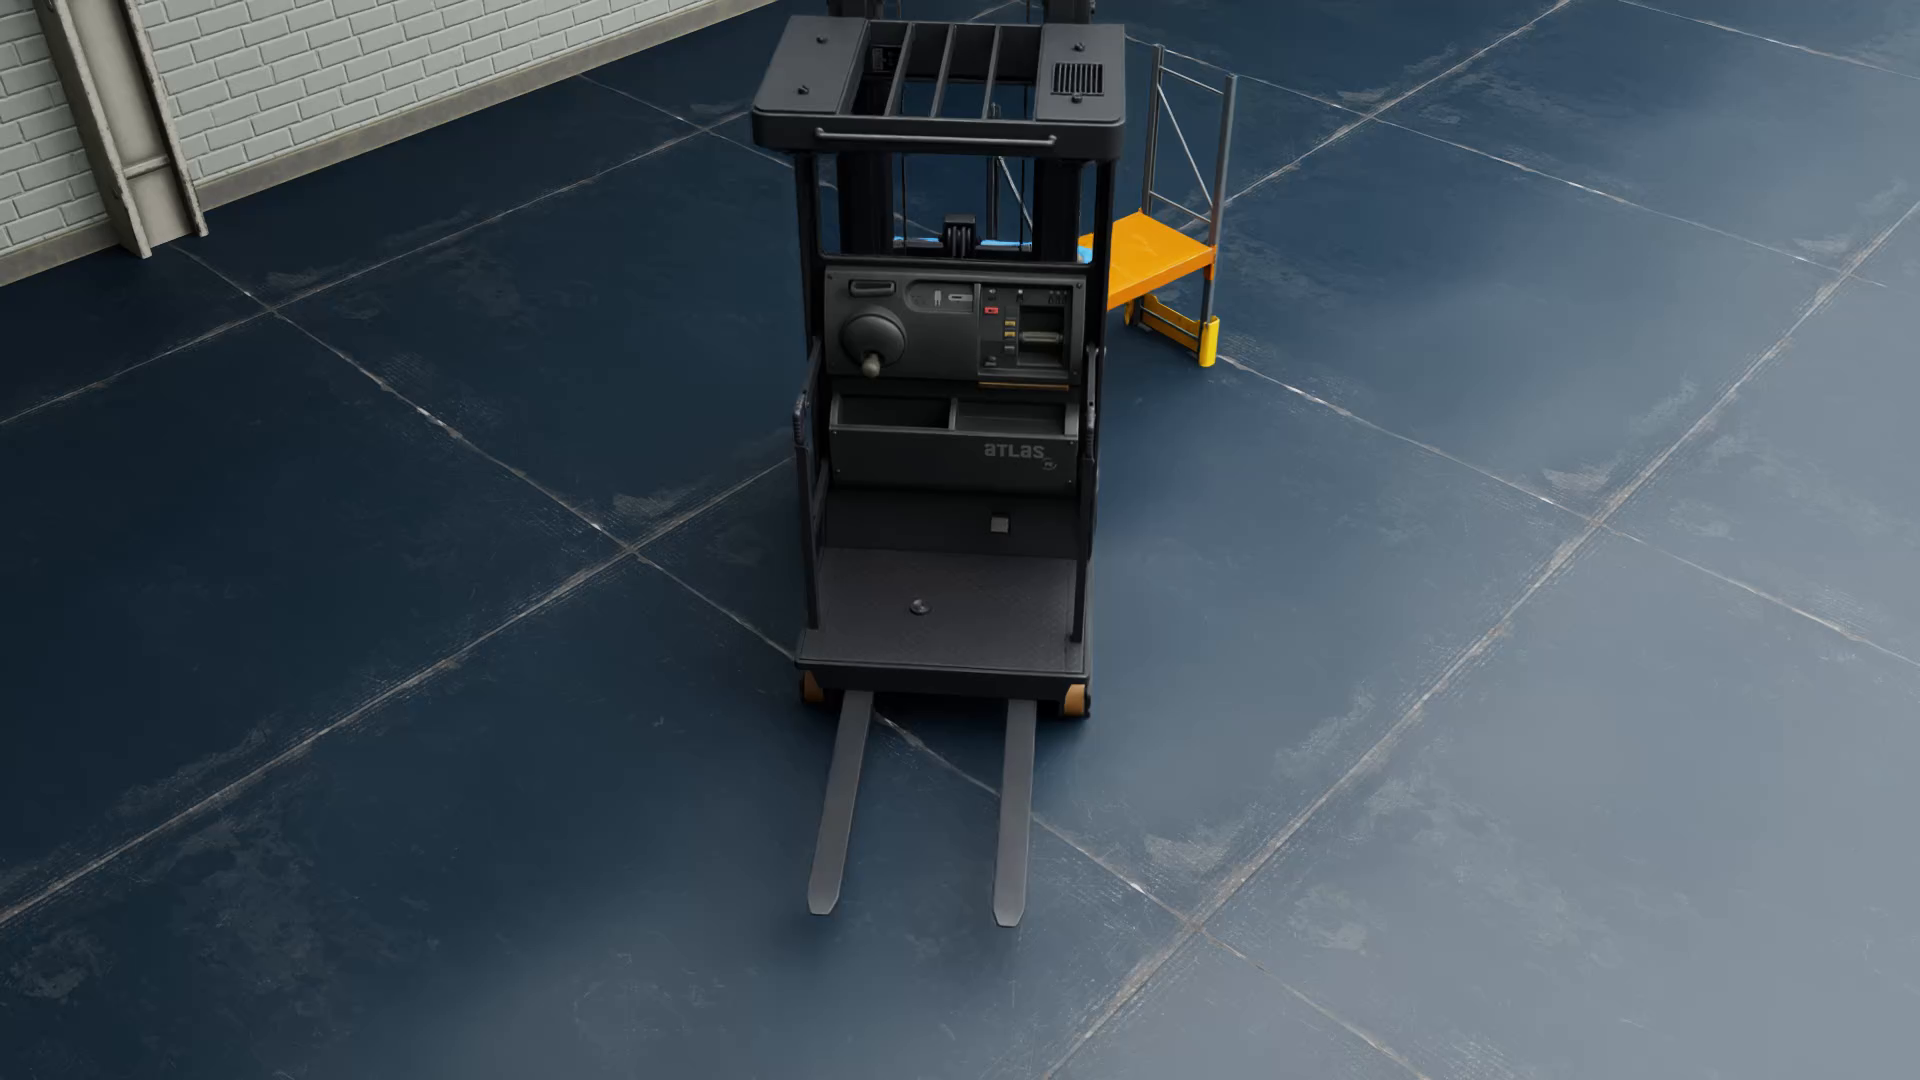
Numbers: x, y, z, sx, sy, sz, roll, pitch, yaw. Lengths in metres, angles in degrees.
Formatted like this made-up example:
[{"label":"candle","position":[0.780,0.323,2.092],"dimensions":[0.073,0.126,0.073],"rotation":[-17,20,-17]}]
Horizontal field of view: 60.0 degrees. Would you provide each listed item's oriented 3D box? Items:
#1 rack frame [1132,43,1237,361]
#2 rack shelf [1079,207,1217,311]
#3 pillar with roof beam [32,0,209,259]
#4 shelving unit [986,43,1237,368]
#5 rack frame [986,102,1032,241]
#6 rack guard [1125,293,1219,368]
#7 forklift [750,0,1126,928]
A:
[{"label":"rack frame","position":[1.072,-1.604,8.062],"dimensions":[0.032,1.500,0.500],"rotation":[-28,46,-30]},{"label":"rack shelf","position":[0.682,-1.260,7.918],"dimensions":[1.000,0.185,0.538],"rotation":[-28,46,-30]},{"label":"pillar with roof beam","position":[-1.328,-3.426,4.328],"dimensions":[9.100,9.000,0.400],"rotation":[30,47,32]},{"label":"shelving unit","position":[0.689,-1.404,7.811],"dimensions":[1.083,1.500,0.587],"rotation":[-28,46,-30]},{"label":"rack frame","position":[0.292,-1.198,7.551],"dimensions":[0.032,1.500,0.500],"rotation":[-28,46,-30]},{"label":"rack guard","position":[1.071,-1.114,8.450],"dimensions":[0.087,0.250,0.587],"rotation":[-28,46,-30]},{"label":"forklift","position":[-0.035,-0.688,5.760],"dimensions":[1.130,2.935,3.031],"rotation":[3,39,3]}]
